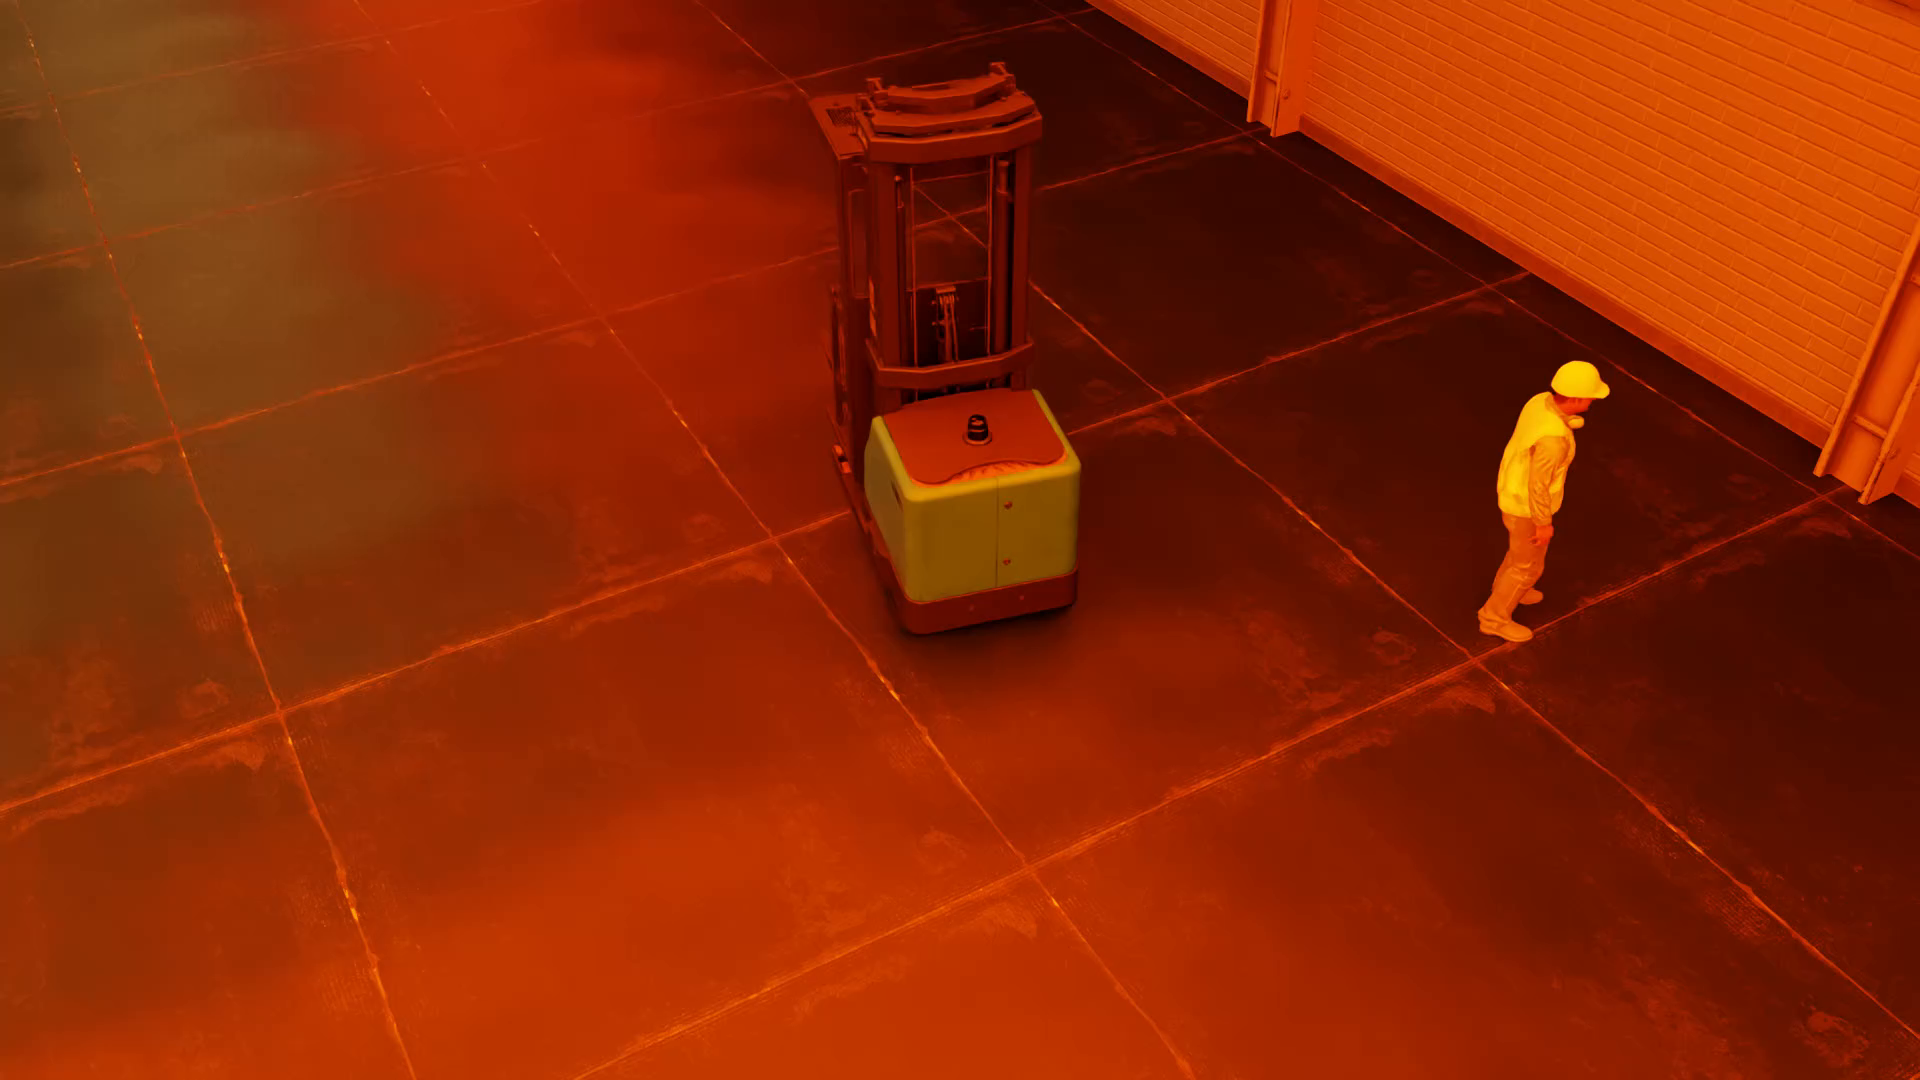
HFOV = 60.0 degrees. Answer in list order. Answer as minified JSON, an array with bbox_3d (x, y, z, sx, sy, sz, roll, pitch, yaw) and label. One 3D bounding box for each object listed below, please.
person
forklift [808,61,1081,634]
[{"bbox_3d":[3.203,-0.232,9.237,0.457,1.780,0.592,9,40,10],"label":"person"},{"bbox_3d":[-0.222,-1.535,9.886,1.130,2.935,3.031,-11,41,-13],"label":"forklift"}]
